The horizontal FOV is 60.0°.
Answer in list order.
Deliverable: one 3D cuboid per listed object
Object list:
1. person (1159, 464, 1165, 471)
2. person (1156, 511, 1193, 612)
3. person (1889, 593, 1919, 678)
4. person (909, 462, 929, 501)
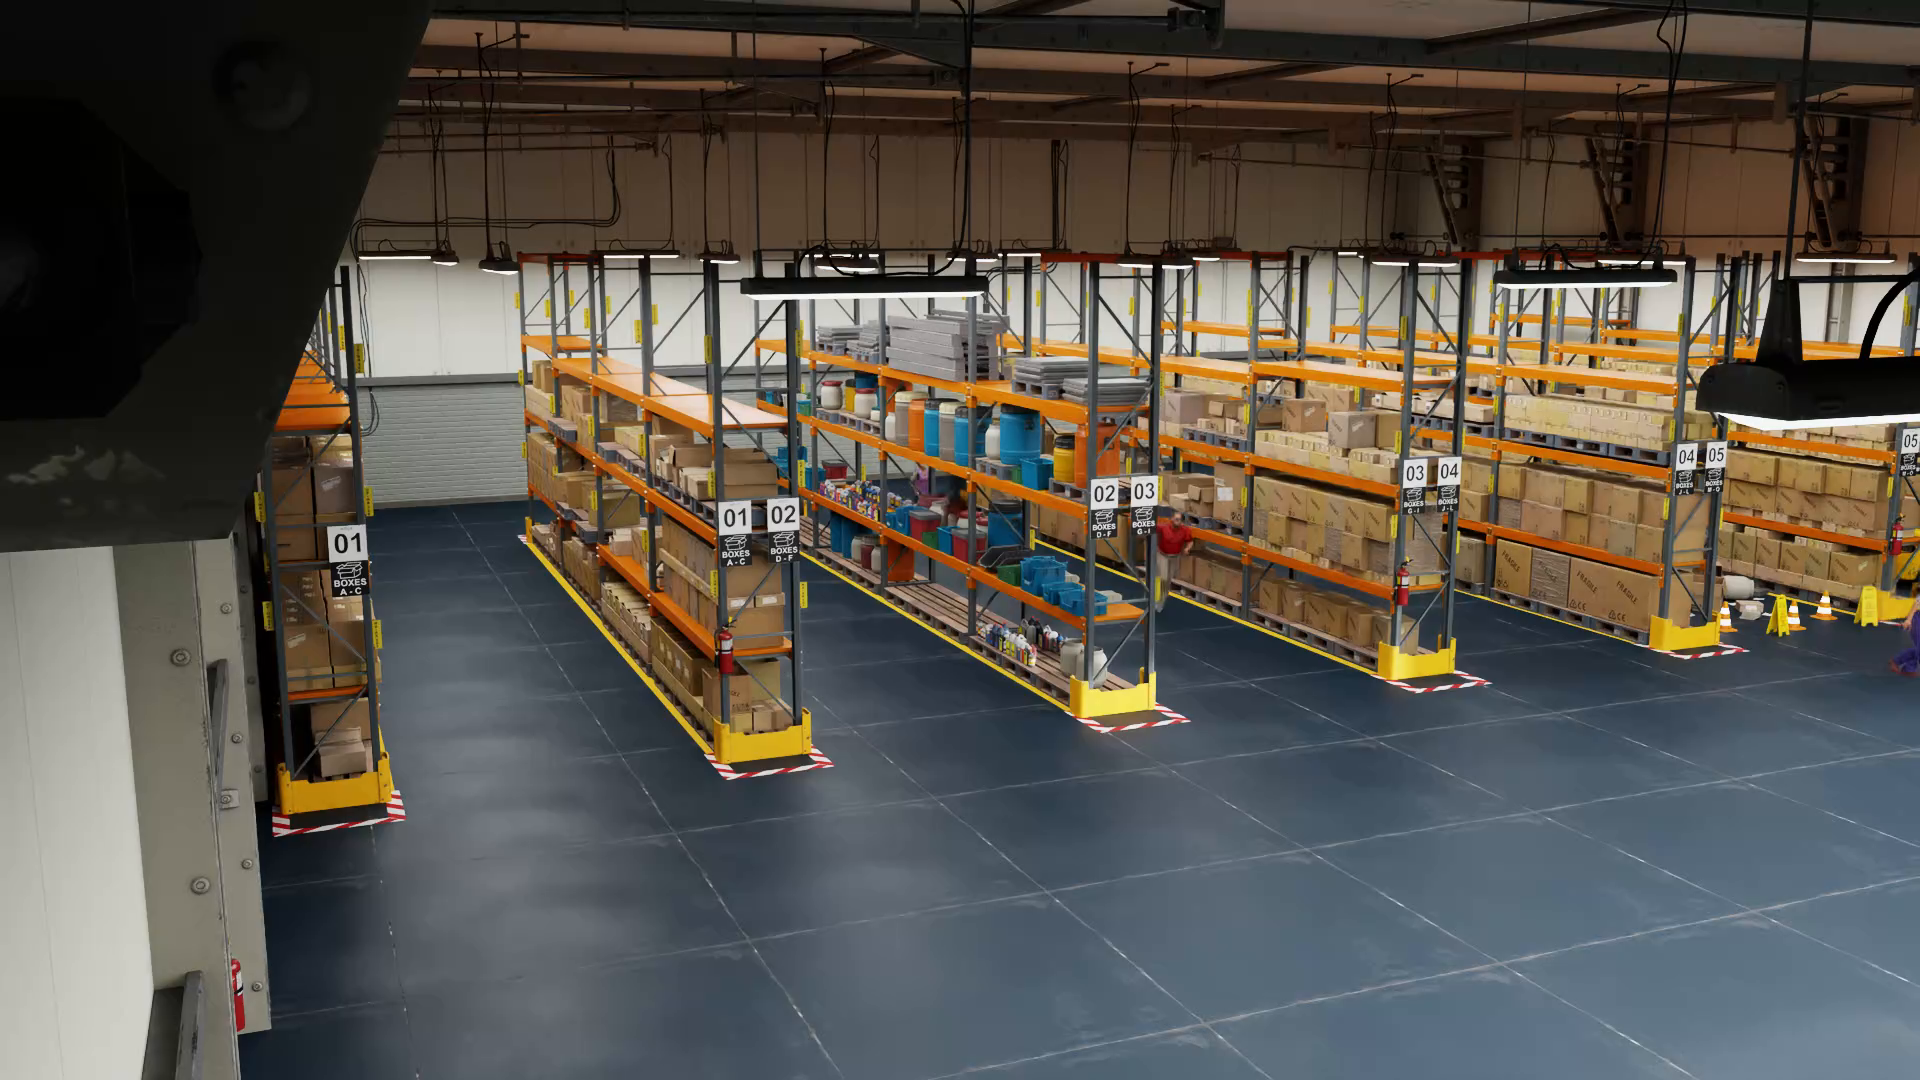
[{"bbox_3d":[4.176,-0.779,34.648,0.553,1.631,0.608,-5,12,-25],"label":"person"},{"bbox_3d":[3.459,0.341,27.310,0.666,1.698,0.971,-3,11,-15],"label":"person"},{"bbox_3d":[13.875,1.218,24.012,0.737,1.569,0.593,-8,13,-37],"label":"person"},{"bbox_3d":[-0.868,-1.019,36.354,0.548,1.550,0.577,-8,13,-36],"label":"person"}]
